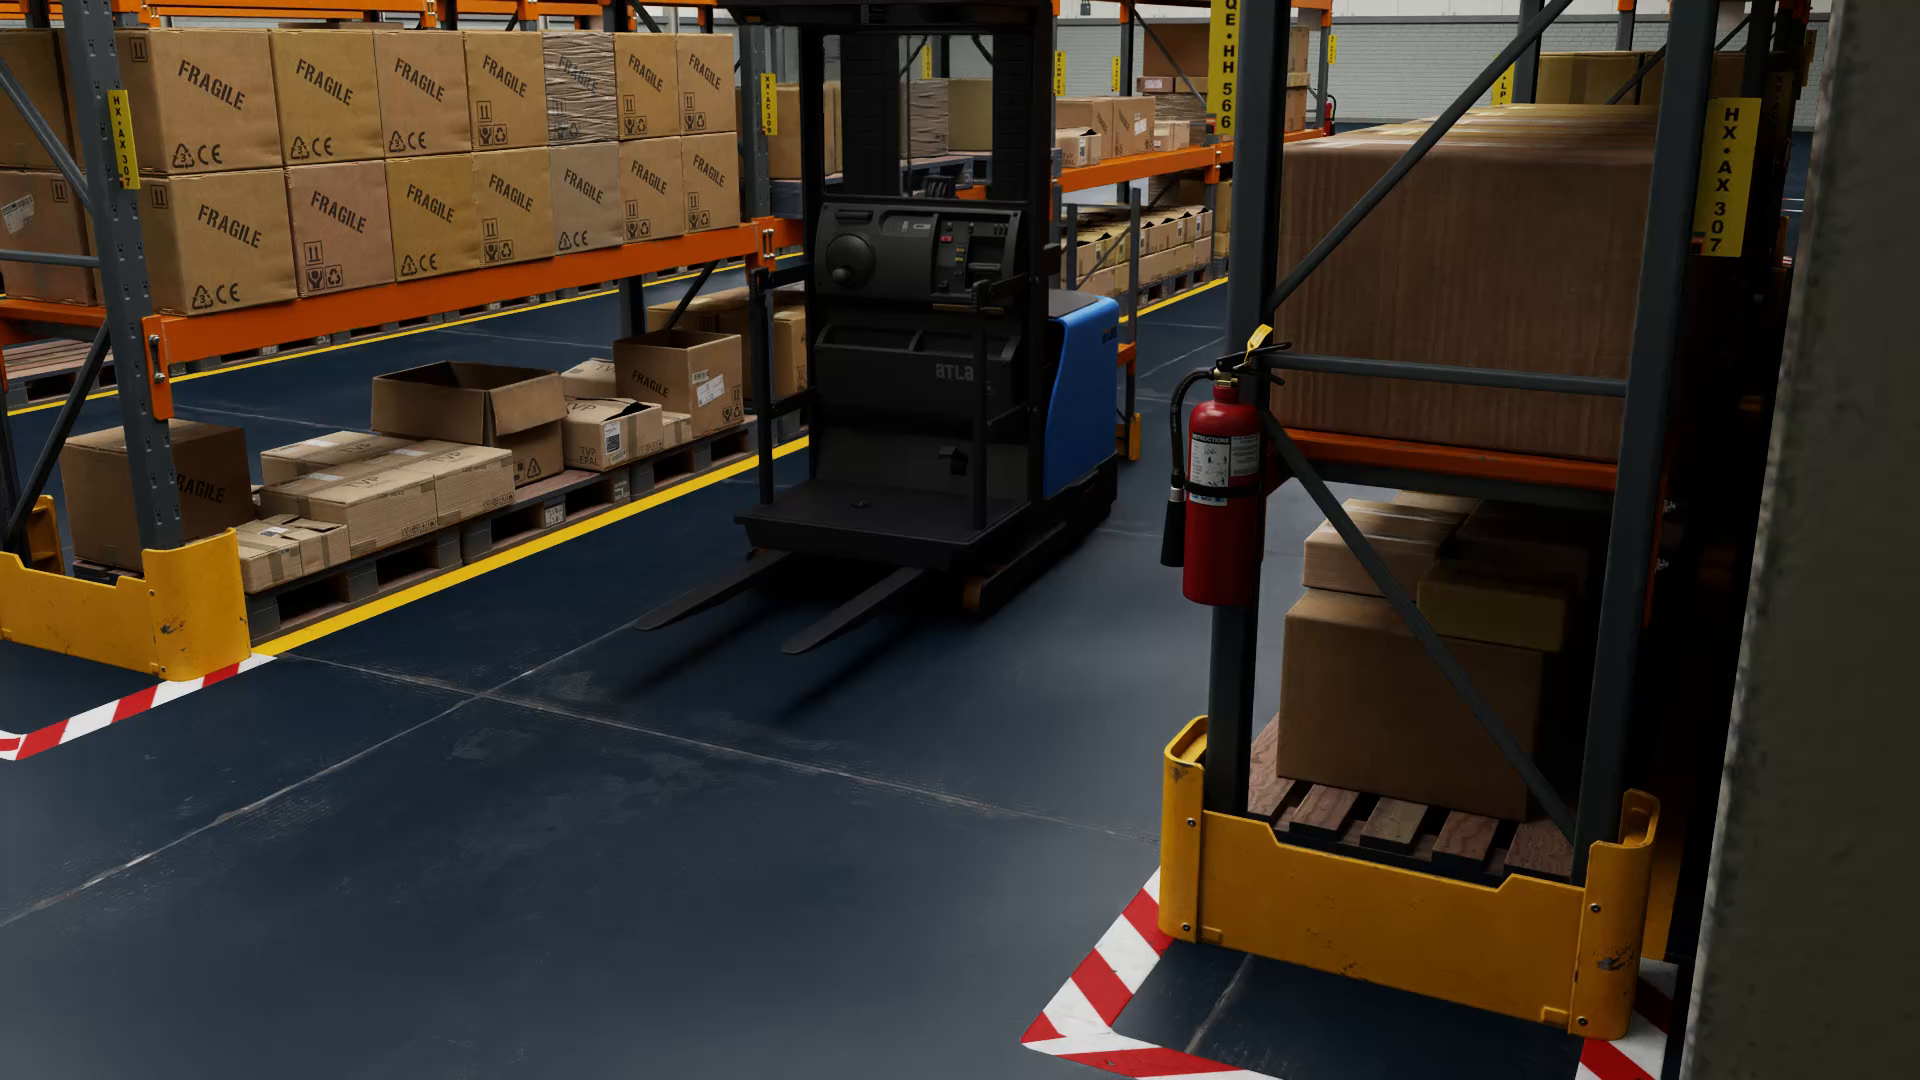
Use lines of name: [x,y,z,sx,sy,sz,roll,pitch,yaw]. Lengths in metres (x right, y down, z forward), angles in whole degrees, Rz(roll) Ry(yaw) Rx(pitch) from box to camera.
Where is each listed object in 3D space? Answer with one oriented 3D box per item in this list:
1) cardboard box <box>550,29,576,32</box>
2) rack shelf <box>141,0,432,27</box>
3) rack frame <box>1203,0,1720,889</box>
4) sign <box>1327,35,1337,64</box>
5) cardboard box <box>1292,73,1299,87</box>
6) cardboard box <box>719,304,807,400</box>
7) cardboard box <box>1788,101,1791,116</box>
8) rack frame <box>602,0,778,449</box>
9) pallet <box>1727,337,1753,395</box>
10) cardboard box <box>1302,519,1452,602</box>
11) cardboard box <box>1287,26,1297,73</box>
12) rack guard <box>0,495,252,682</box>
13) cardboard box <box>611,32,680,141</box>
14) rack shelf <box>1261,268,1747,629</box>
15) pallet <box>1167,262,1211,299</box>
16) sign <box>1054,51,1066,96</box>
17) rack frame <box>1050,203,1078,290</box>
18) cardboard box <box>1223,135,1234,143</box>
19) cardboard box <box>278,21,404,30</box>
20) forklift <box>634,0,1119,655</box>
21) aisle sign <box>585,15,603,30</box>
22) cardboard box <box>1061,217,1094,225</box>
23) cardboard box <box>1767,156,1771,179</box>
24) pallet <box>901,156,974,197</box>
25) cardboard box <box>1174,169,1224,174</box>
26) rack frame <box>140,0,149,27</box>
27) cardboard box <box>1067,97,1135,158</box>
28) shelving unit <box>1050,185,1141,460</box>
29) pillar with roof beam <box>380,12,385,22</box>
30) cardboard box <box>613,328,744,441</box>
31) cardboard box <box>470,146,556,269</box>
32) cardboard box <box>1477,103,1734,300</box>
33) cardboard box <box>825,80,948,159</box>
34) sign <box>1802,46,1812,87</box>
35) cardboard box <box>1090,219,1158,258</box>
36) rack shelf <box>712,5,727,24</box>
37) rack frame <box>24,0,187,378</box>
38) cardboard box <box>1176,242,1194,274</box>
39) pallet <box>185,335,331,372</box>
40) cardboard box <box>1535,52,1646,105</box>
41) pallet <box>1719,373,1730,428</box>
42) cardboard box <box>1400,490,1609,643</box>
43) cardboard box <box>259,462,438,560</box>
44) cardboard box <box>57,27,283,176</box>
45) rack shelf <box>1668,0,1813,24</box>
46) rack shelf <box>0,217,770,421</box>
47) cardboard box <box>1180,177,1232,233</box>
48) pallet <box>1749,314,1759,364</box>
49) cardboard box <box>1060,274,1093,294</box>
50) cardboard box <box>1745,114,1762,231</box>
cardboard box: [-5.500,-6.589,22.321,0.500,0.500,0.500,8,18,25]
rack shelf: [-7.713,-5.911,18.486,1.077,0.370,4.000,8,18,25]
rack frame: [1.113,-0.380,3.870,1.000,3.000,0.127,8,18,25]
sign: [4.308,-5.681,19.267,0.100,0.325,0.005,8,18,25]
cardboard box: [3.599,-5.190,18.749,0.380,0.149,0.250,8,18,25]
cardboard box: [-1.099,-1.133,10.022,0.500,0.500,0.500,7,18,23]
cardboard box: [8.242,-4.606,17.007,0.500,0.500,0.500,8,18,25]
rack frame: [-1.533,-2.028,9.419,1.000,3.000,0.127,8,18,25]
pallet: [5.038,-1.280,11.797,1.003,0.211,1.213,8,18,25]
cardboard box: [1.231,0.059,4.905,0.380,0.149,0.250,8,18,25]
cardboard box: [3.355,-5.489,18.617,0.700,0.500,0.500,8,18,24]
rack guard: [-3.286,0.170,6.409,1.175,0.500,0.348,8,18,25]
cardboard box: [-1.754,-2.263,8.277,0.500,0.500,0.500,8,18,24]
rack shelf: [2.007,-0.545,5.687,1.077,0.370,4.000,8,18,25]
pallet: [1.747,-2.537,16.028,1.003,0.211,1.213,8,18,25]
sign: [0.744,-3.498,12.471,0.100,0.325,0.005,8,18,25]
rack frame: [0.341,-0.952,8.430,0.500,1.500,0.032,7,18,23]
cardboard box: [2.464,-4.363,17.103,0.700,0.500,0.500,8,18,25]
cardboard box: [-7.299,-5.632,19.759,1.000,1.000,1.000,8,18,26]
forklift: [-0.269,-1.230,6.852,1.130,2.935,3.031,7,18,23]
aisle sign: [-5.272,-7.646,23.768,0.394,0.787,0.004,8,18,25]
cardboard box: [0.948,-2.753,14.964,0.500,0.311,0.500,9,19,27]
cardboard box: [4.476,-2.337,9.726,0.500,0.500,0.500,8,18,25]
pallet: [-0.611,-2.459,11.207,1.003,0.211,1.213,8,18,25]
cardboard box: [2.507,-3.708,17.850,0.500,0.500,0.500,8,18,25]
rack frame: [-8.606,-4.308,17.095,1.000,3.000,0.127,8,18,25]
cardboard box: [1.225,-3.659,14.732,0.500,0.500,0.500,8,18,25]
shelving unit: [0.541,-1.082,8.869,0.587,1.500,1.083,7,18,23]
pillar with roof beam: [-10.244,-13.560,37.706,9.100,9.000,0.400,8,18,25]
cardboard box: [-1.534,-0.860,9.102,0.500,0.500,0.500,8,18,25]
cardboard box: [-2.209,-1.523,7.543,0.500,0.500,0.500,8,18,26]
cardboard box: [2.643,-1.407,6.799,0.980,0.700,0.700,8,19,26]
cardboard box: [-0.506,-2.913,11.484,0.700,0.500,0.500,12,21,36]
sign: [6.973,-3.922,13.761,0.100,0.325,0.005,8,18,25]
cardboard box: [1.437,-2.691,14.756,0.500,0.311,0.500,8,18,25]
rack shelf: [-1.494,-6.300,19.795,1.077,0.370,4.000,8,18,25]
rack frame: [-5.963,-2.659,11.544,1.000,3.000,0.127,8,18,25]
cardboard box: [1.888,-2.678,15.698,0.500,0.250,0.500,8,18,25]
pallet: [-5.581,-1.514,12.584,1.003,0.211,1.213,8,18,25]
cardboard box: [2.880,-2.110,7.644,0.500,0.250,0.500,9,19,27]
pallet: [4.268,-0.890,10.483,1.003,0.211,1.213,8,18,25]
cardboard box: [2.016,0.033,6.130,0.700,0.500,0.500,9,19,27]
cardboard box: [-2.600,-0.132,7.091,0.500,0.250,0.500,8,18,25]
cardboard box: [-2.886,-1.616,6.099,0.500,0.500,0.500,9,19,27]
rack shelf: [7.369,-5.039,15.551,1.077,0.370,4.000,8,18,25]
rack shelf: [-2.427,-1.174,7.806,1.077,0.370,4.000,8,18,25]
cardboard box: [2.529,-3.387,16.768,0.500,0.500,0.500,8,18,25]
pallet: [5.584,-1.590,12.839,1.003,0.211,1.213,8,18,25]
cardboard box: [0.751,-2.026,13.504,0.500,0.250,0.500,8,18,25]
cardboard box: [3.331,-1.684,7.527,0.500,0.500,0.500,7,18,23]
